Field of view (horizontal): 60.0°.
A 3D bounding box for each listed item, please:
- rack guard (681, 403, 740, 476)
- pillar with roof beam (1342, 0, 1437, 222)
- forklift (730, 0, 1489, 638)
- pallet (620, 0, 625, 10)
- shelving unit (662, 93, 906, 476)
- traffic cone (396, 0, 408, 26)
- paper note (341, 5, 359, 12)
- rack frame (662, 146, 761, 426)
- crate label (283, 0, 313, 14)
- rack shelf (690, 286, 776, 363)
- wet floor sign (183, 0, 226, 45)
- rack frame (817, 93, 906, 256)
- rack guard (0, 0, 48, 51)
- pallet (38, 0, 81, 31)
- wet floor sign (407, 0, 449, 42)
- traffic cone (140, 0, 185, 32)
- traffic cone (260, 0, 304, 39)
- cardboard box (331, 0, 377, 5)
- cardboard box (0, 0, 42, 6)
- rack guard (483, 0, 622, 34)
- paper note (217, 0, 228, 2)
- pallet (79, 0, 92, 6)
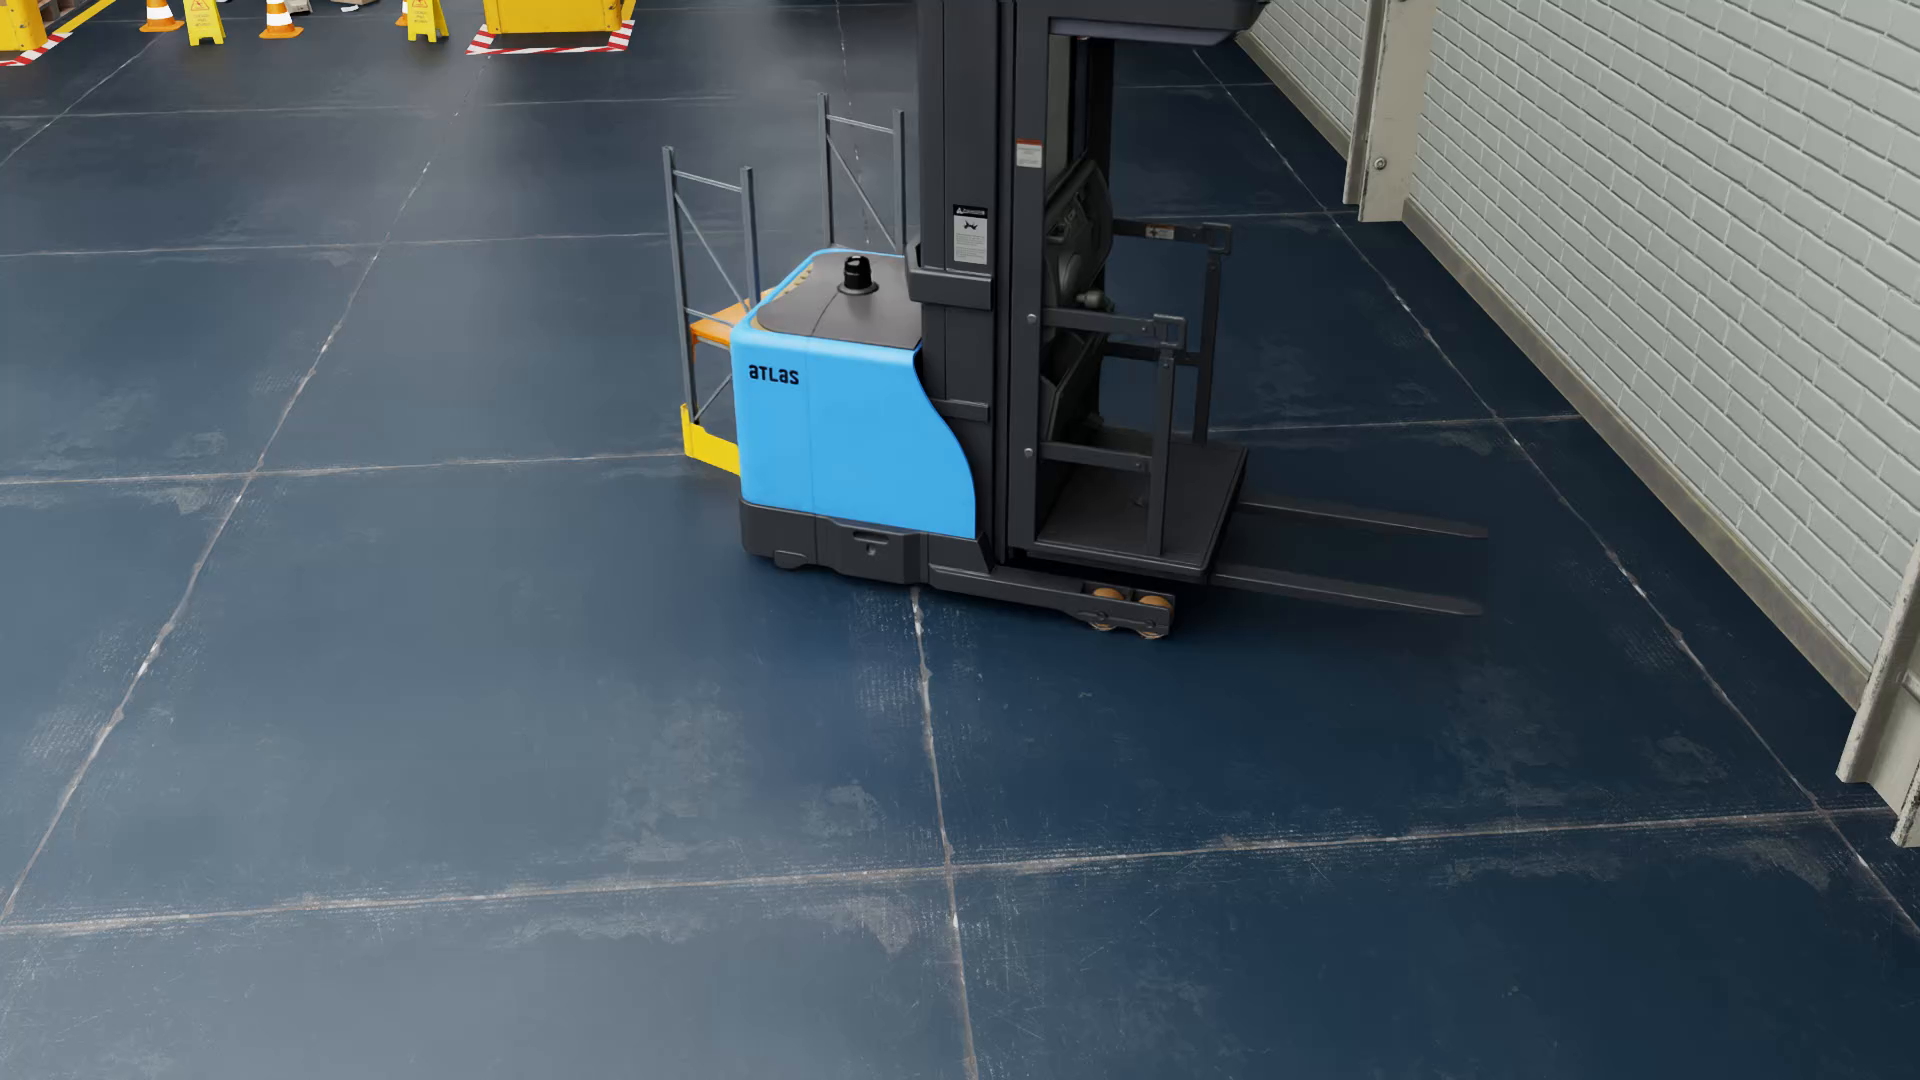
[{"bbox_3d":[-1.061,-0.446,7.753,0.587,0.250,0.087,21,37,31],"label":"rack guard"},{"bbox_3d":[-1.585,-5.805,8.194,9.100,9.000,0.400,-3,31,-5],"label":"pillar with roof beam"},{"bbox_3d":[0.646,-1.174,6.357,3.031,2.935,1.130,9,32,15],"label":"forklift"},{"bbox_3d":[-3.681,-5.119,15.615,1.003,0.211,1.213,-3,31,-5],"label":"pallet"},{"bbox_3d":[-0.763,-1.187,7.775,0.587,1.500,1.083,21,37,31],"label":"shelving unit"},{"bbox_3d":[-4.958,-4.930,15.052,0.336,0.463,0.334,-3,31,-5],"label":"traffic cone"},{"bbox_3d":[-5.703,-4.974,15.547,0.148,0.019,0.142,-14,33,-22],"label":"paper note"},{"bbox_3d":[-1.073,-0.974,7.419,0.500,1.500,0.032,21,37,31],"label":"rack frame"},{"bbox_3d":[-6.166,-4.961,15.423,0.250,0.136,0.298,-20,36,-30],"label":"crate label"},{"bbox_3d":[-0.769,-1.029,7.861,0.538,0.185,1.000,21,37,31],"label":"rack shelf"},{"bbox_3d":[-6.578,-4.642,14.392,0.267,0.644,0.232,-8,32,-13],"label":"wet floor sign"},{"bbox_3d":[-0.464,-1.392,8.118,0.500,1.500,0.032,21,37,31],"label":"rack frame"},{"bbox_3d":[-8.550,-4.487,14.274,1.175,0.500,0.348,-3,31,-5],"label":"rack guard"},{"bbox_3d":[-8.705,-4.780,15.046,1.003,0.211,1.213,-3,31,-5],"label":"pallet"},{"bbox_3d":[-4.681,-4.702,14.493,0.267,0.644,0.232,8,32,13],"label":"wet floor sign"},{"bbox_3d":[-7.188,-4.822,14.872,0.336,0.463,0.334,-3,31,-5],"label":"traffic cone"},{"bbox_3d":[-6.031,-4.703,14.672,0.336,0.463,0.334,-3,31,-5],"label":"traffic cone"},{"bbox_3d":[-5.767,-5.209,15.826,0.380,0.149,0.250,13,33,21],"label":"cardboard box"},{"bbox_3d":[-8.681,-5.184,14.665,0.875,0.875,0.875,-3,31,-4],"label":"cardboard box"},{"bbox_3d":[-3.640,-4.827,14.843,1.175,0.500,0.348,-3,31,-5],"label":"rack guard"},{"bbox_3d":[-7.004,-5.158,15.857,0.144,0.017,0.142,8,32,13],"label":"paper note"},{"bbox_3d":[-8.816,-5.401,16.087,1.003,0.211,1.213,-3,31,-5],"label":"pallet"}]
